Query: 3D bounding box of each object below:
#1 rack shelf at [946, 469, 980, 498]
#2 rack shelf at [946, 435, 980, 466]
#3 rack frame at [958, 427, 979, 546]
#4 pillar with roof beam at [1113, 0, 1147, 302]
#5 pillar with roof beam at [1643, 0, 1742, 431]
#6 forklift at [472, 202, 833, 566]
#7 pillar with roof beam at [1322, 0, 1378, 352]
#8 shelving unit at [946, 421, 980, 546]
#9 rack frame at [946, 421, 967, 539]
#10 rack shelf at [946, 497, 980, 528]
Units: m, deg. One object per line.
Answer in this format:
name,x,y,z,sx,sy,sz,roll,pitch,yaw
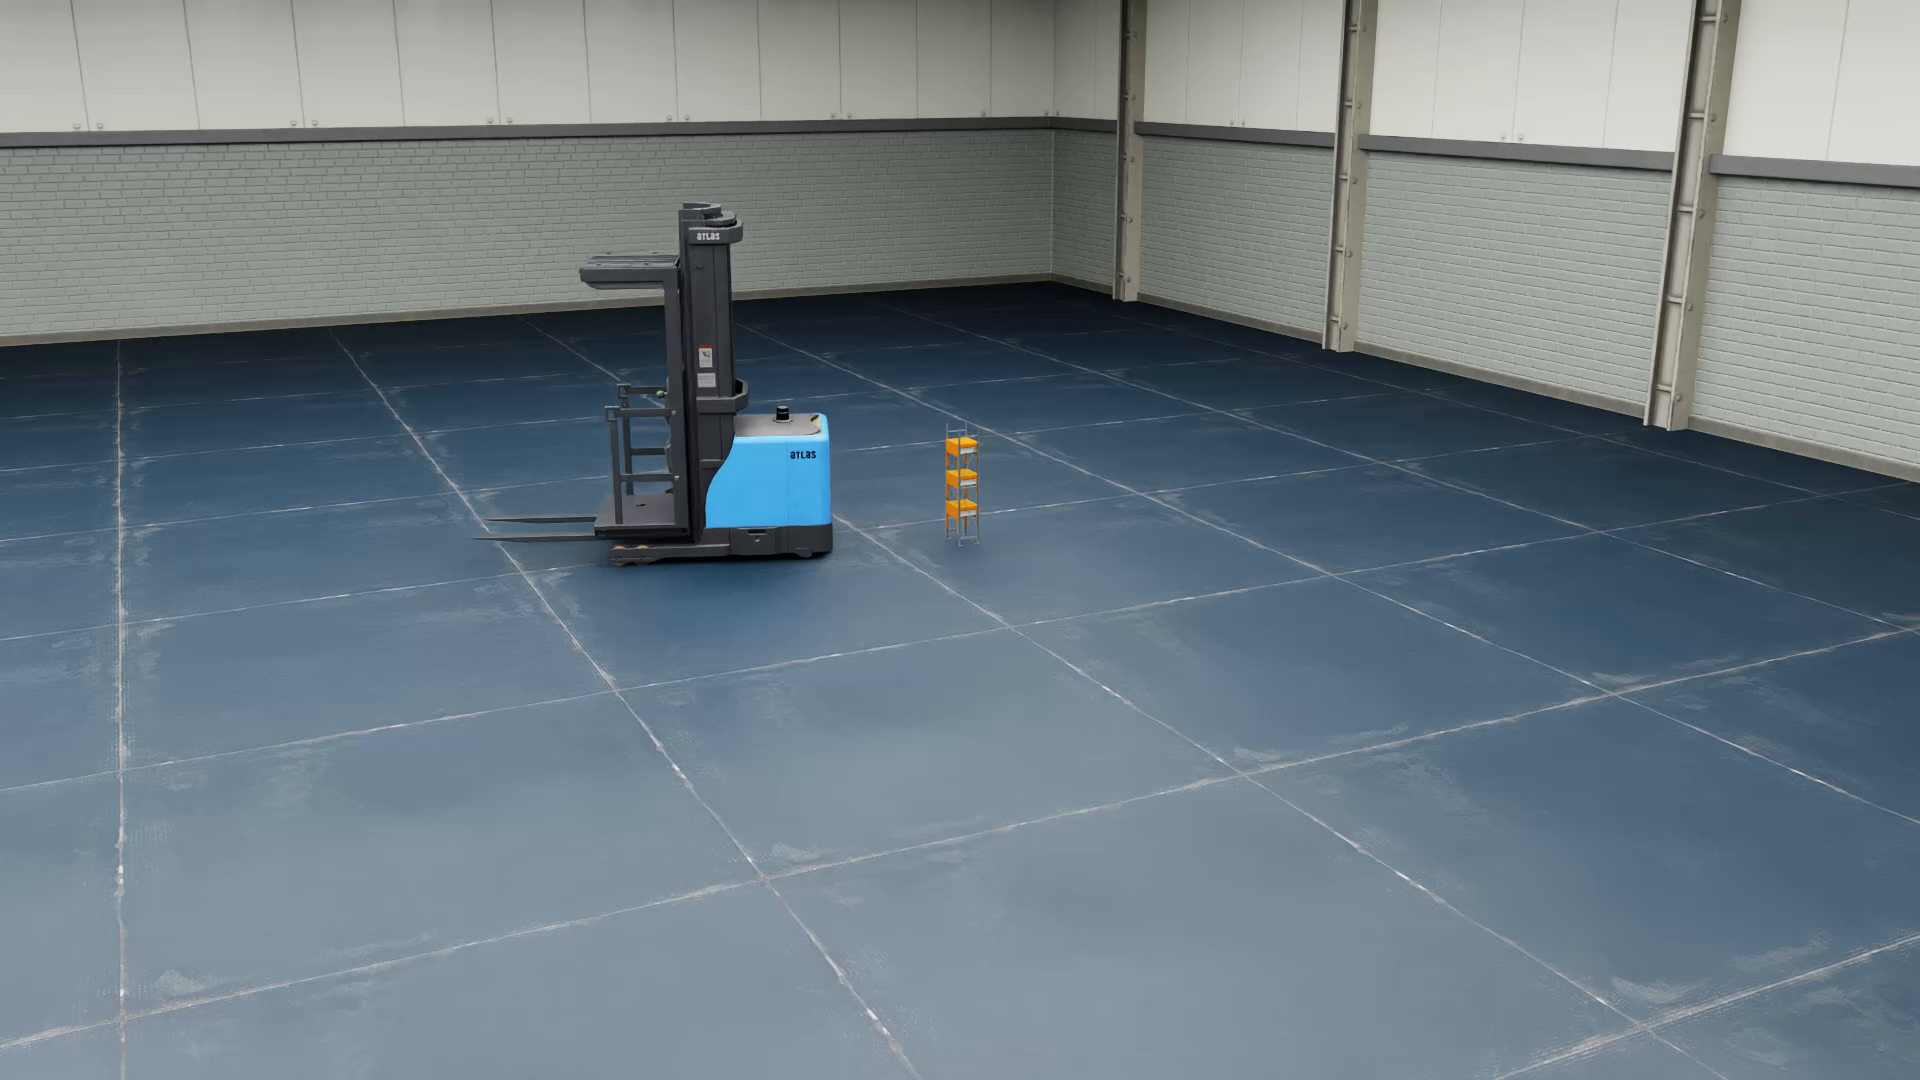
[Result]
rack shelf,0.023,-0.481,14.563,0.215,0.259,0.240,-8,18,-25
rack shelf,0.023,-0.754,14.484,0.215,0.259,0.240,-8,18,-25
rack frame,0.077,-0.461,14.454,0.200,1.050,0.008,-8,18,-25
pillar with roof beam,-0.911,-8.101,26.667,9.100,9.000,0.400,-8,18,-25
pillar with roof beam,4.346,-5.126,16.298,9.100,9.000,0.400,-8,18,-25
forklift,-2.636,-1.342,14.113,3.031,2.935,1.130,-2,16,-5
pillar with roof beam,1.718,-6.613,21.483,9.100,9.000,0.400,-8,18,-25
shelving unit,0.023,-0.491,14.560,0.215,1.050,0.252,-8,18,-25
rack frame,-0.030,-0.522,14.665,0.200,1.050,0.008,-8,18,-25
rack shelf,0.023,-0.214,14.639,0.215,0.259,0.240,-8,18,-25
